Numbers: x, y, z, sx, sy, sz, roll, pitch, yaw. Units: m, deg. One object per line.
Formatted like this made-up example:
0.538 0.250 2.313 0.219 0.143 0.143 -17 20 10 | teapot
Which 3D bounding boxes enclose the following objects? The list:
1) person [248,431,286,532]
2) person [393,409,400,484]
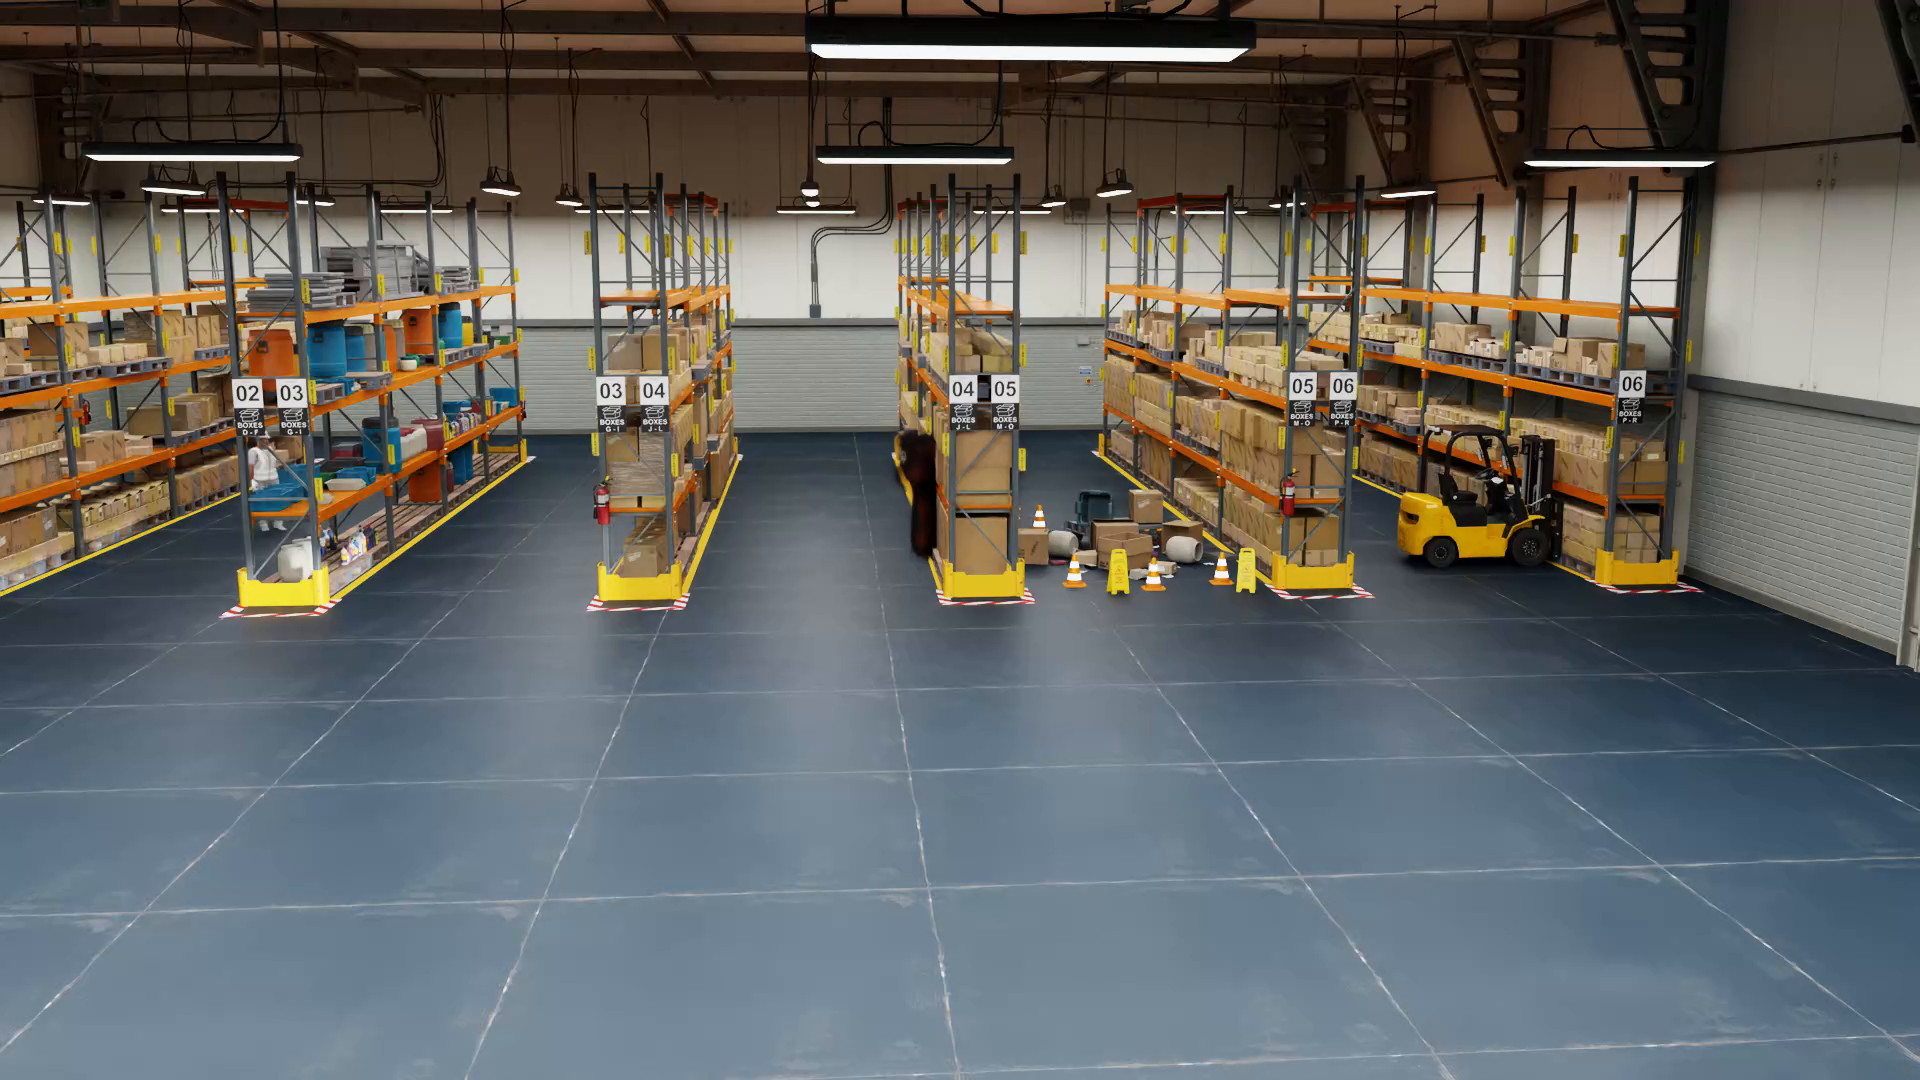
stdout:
-12.343 -1.027 29.516 0.463 1.830 0.619 9 14 43 | person
-11.990 -1.959 35.054 0.438 1.659 0.578 -6 12 -31 | person
